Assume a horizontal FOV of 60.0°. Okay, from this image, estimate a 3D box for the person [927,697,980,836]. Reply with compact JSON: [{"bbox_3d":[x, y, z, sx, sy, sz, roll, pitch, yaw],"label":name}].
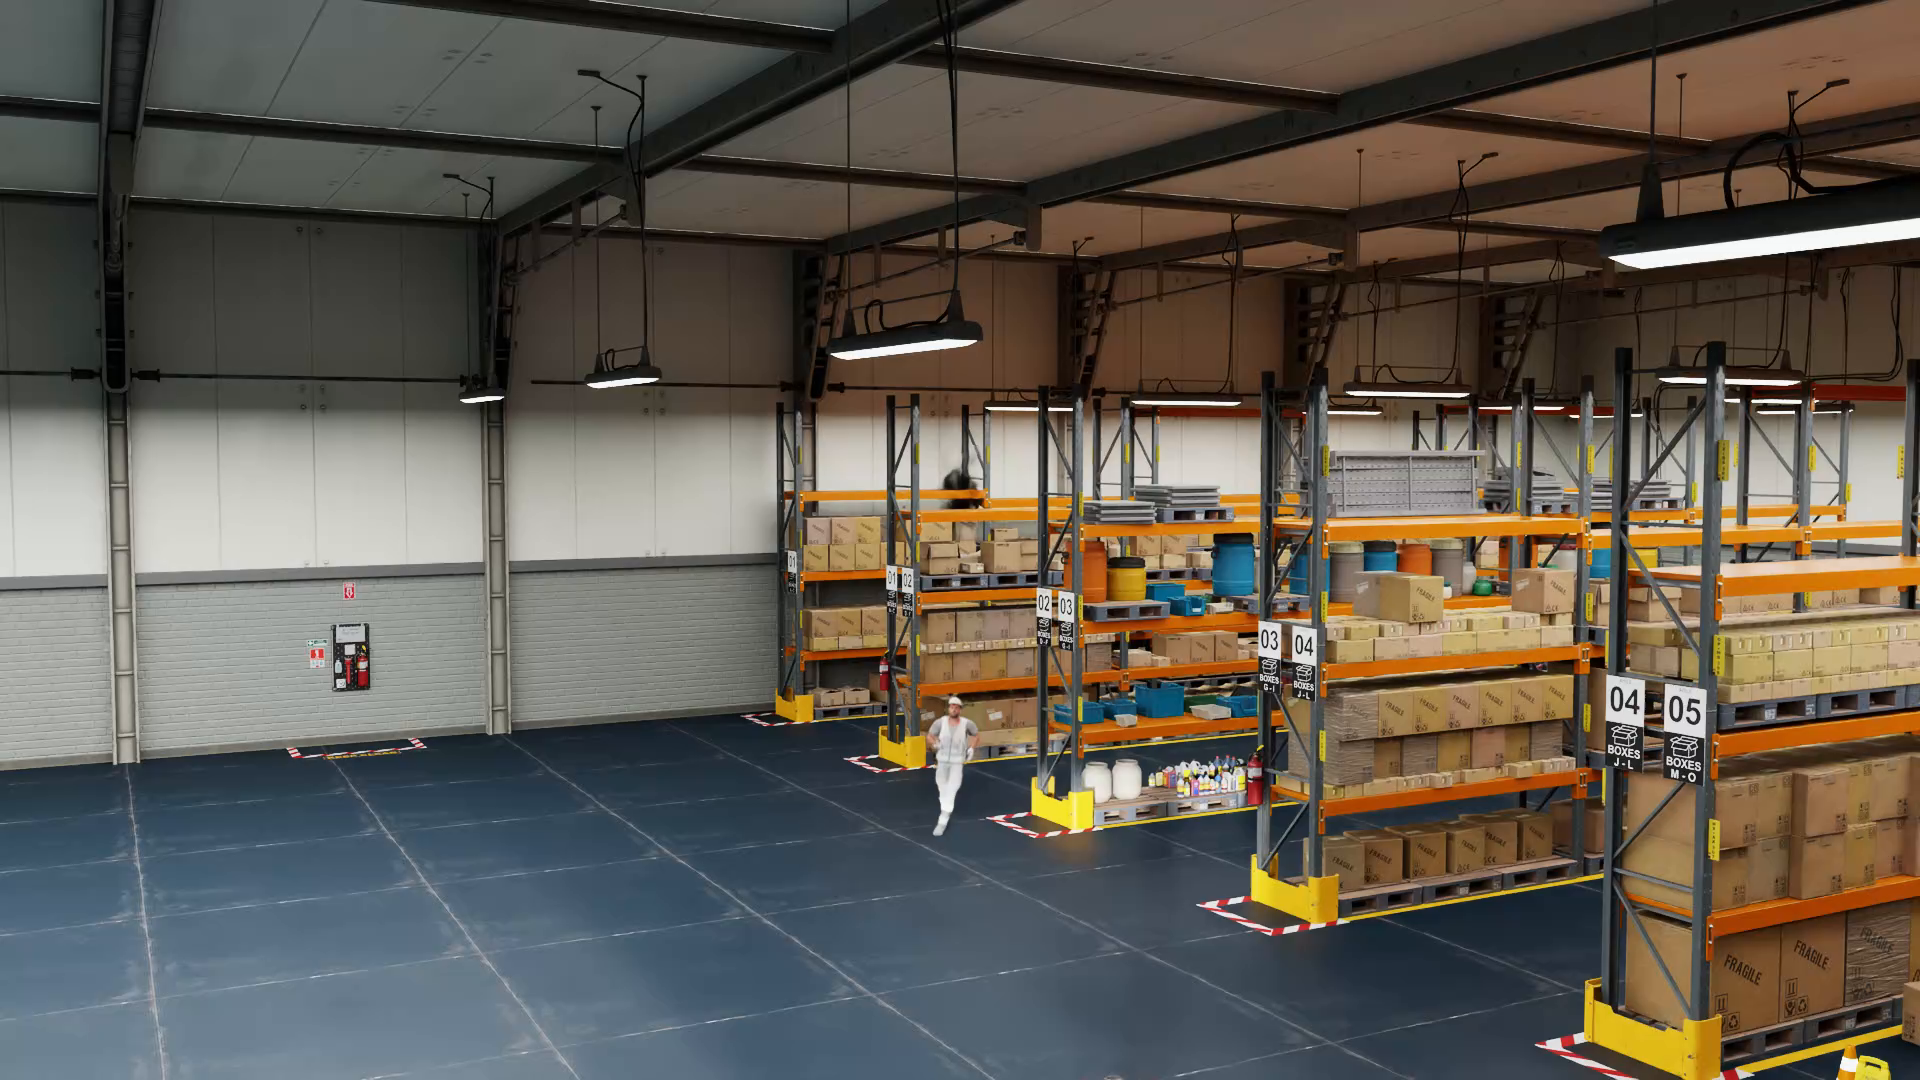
[{"bbox_3d":[-0.113,2.991,22.274,0.683,1.793,0.905,1,3,12],"label":"person"}]
